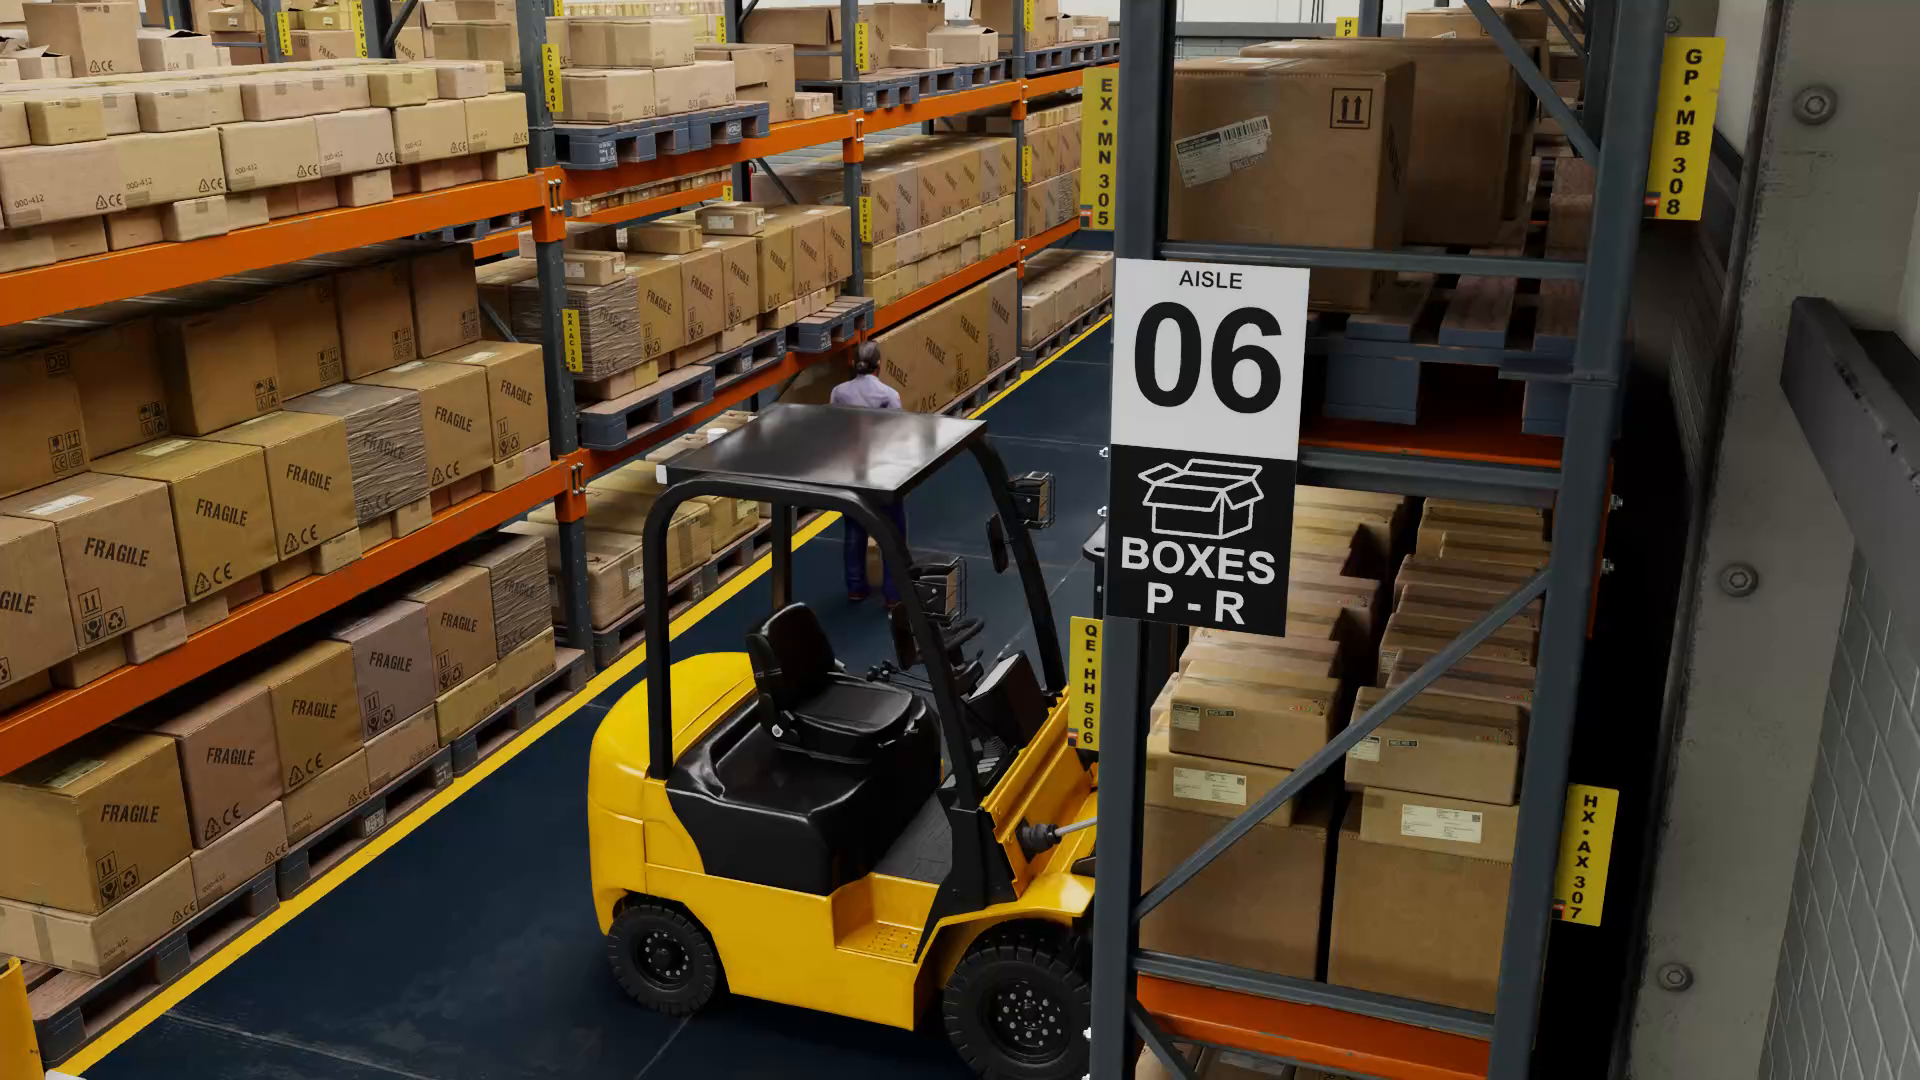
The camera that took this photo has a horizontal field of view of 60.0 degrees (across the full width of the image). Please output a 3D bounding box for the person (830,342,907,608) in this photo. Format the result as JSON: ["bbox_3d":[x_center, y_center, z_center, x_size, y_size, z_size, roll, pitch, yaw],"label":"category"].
[{"bbox_3d":[-0.540,-0.405,10.265,0.535,1.653,0.390,6,20,16],"label":"person"}]
